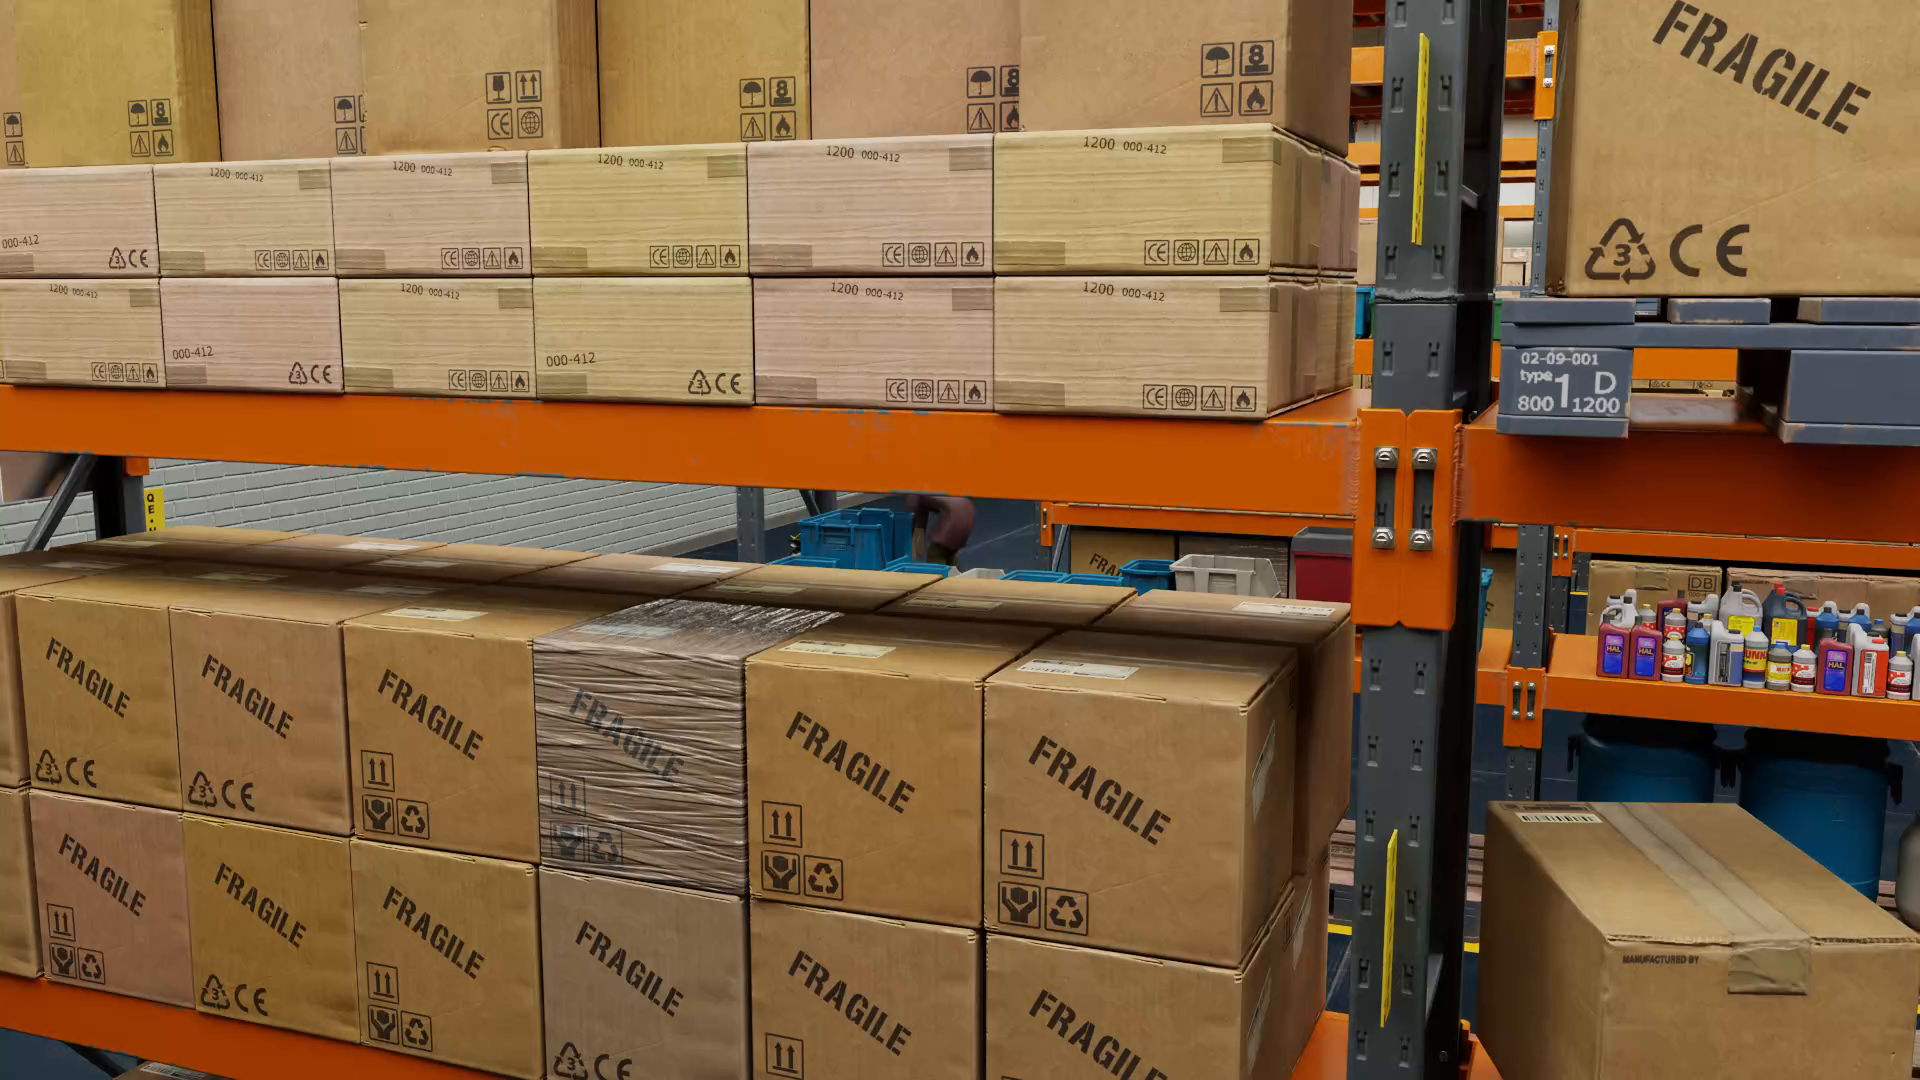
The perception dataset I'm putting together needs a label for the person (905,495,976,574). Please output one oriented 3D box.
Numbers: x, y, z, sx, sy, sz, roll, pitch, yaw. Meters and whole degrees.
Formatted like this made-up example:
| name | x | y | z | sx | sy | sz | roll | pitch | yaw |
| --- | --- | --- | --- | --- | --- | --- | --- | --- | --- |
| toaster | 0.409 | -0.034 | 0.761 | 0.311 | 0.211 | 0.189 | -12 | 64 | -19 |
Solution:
| name | x | y | z | sx | sy | sz | roll | pitch | yaw |
| --- | --- | --- | --- | --- | --- | --- | --- | --- | --- |
| person | -0.287 | -0.032 | 15.959 | 0.876 | 1.381 | 0.563 | 3 | 9 | 19 |
